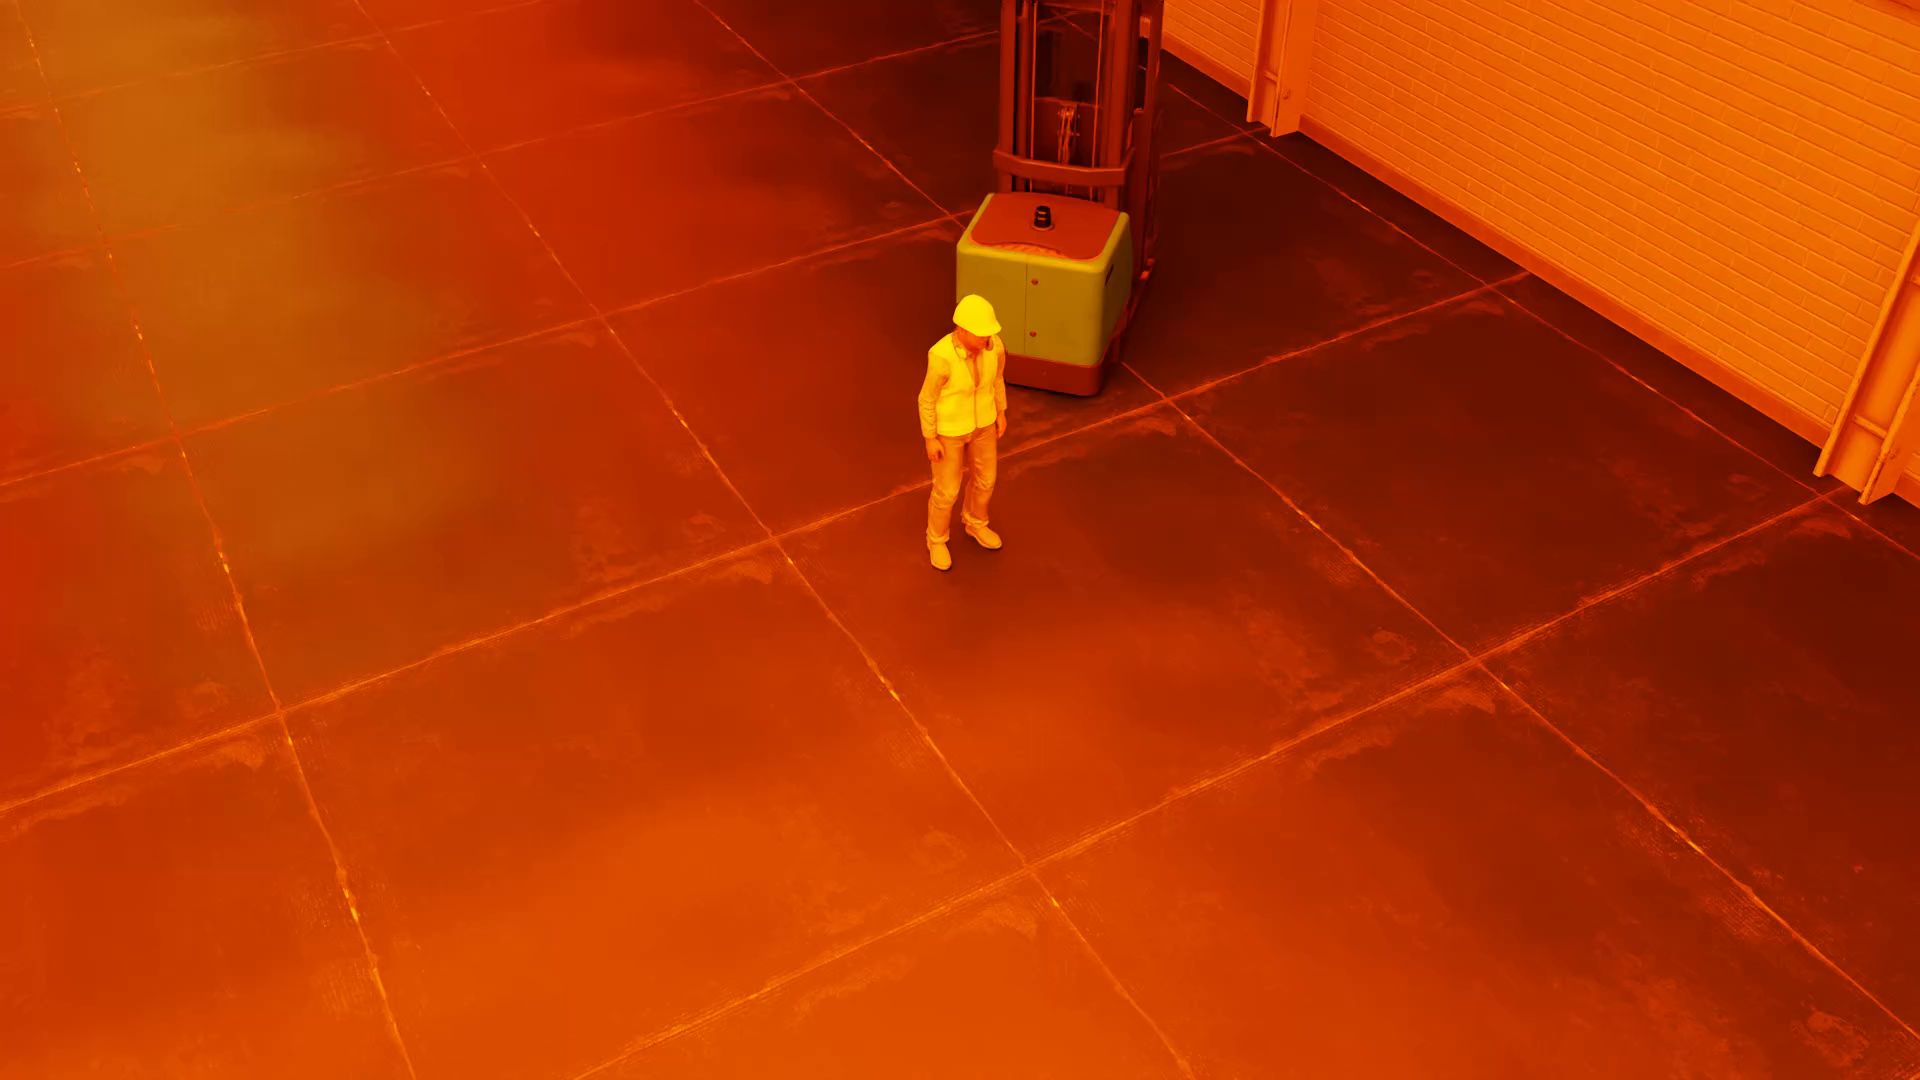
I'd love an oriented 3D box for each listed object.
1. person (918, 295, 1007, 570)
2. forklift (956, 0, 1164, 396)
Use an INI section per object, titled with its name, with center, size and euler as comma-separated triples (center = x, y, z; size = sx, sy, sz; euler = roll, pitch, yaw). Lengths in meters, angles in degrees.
[person]
center = 0.027, -0.673, 9.757
size = 0.589, 1.770, 0.463
euler = -23, 45, -25
[forklift]
center = 0.881, -3.065, 11.731
size = 1.130, 2.935, 3.031
euler = 11, 41, 13
